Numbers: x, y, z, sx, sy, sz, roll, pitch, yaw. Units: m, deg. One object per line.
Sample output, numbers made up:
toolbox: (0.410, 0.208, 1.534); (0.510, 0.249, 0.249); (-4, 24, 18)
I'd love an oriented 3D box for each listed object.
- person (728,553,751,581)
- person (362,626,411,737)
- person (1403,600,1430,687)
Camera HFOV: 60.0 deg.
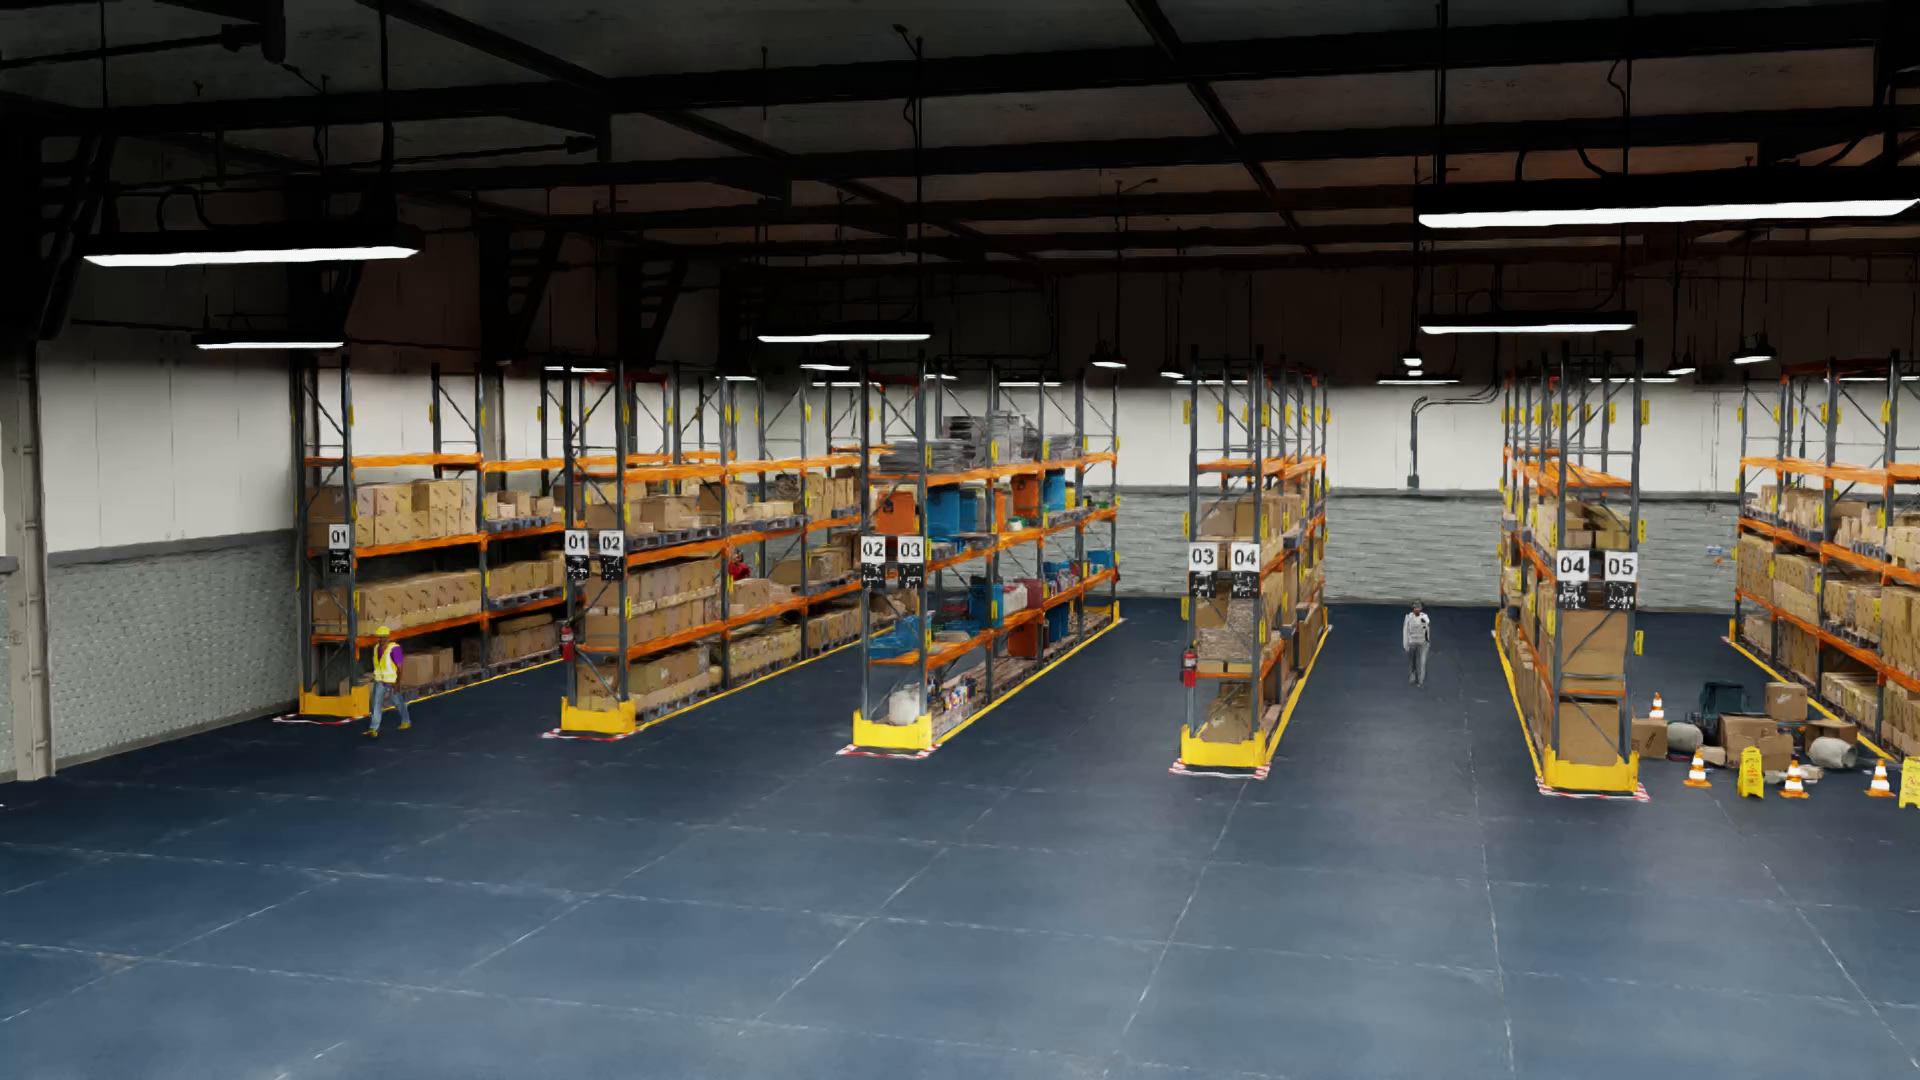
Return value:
person: (-5.415, 1.132, 40.532); (0.682, 1.676, 0.535); (1, 4, 13)
person: (-8.967, 2.195, 26.048); (0.583, 1.716, 1.043); (1, 4, 14)
person: (8.444, 1.883, 30.783); (0.495, 1.587, 1.086); (1, 4, 17)
